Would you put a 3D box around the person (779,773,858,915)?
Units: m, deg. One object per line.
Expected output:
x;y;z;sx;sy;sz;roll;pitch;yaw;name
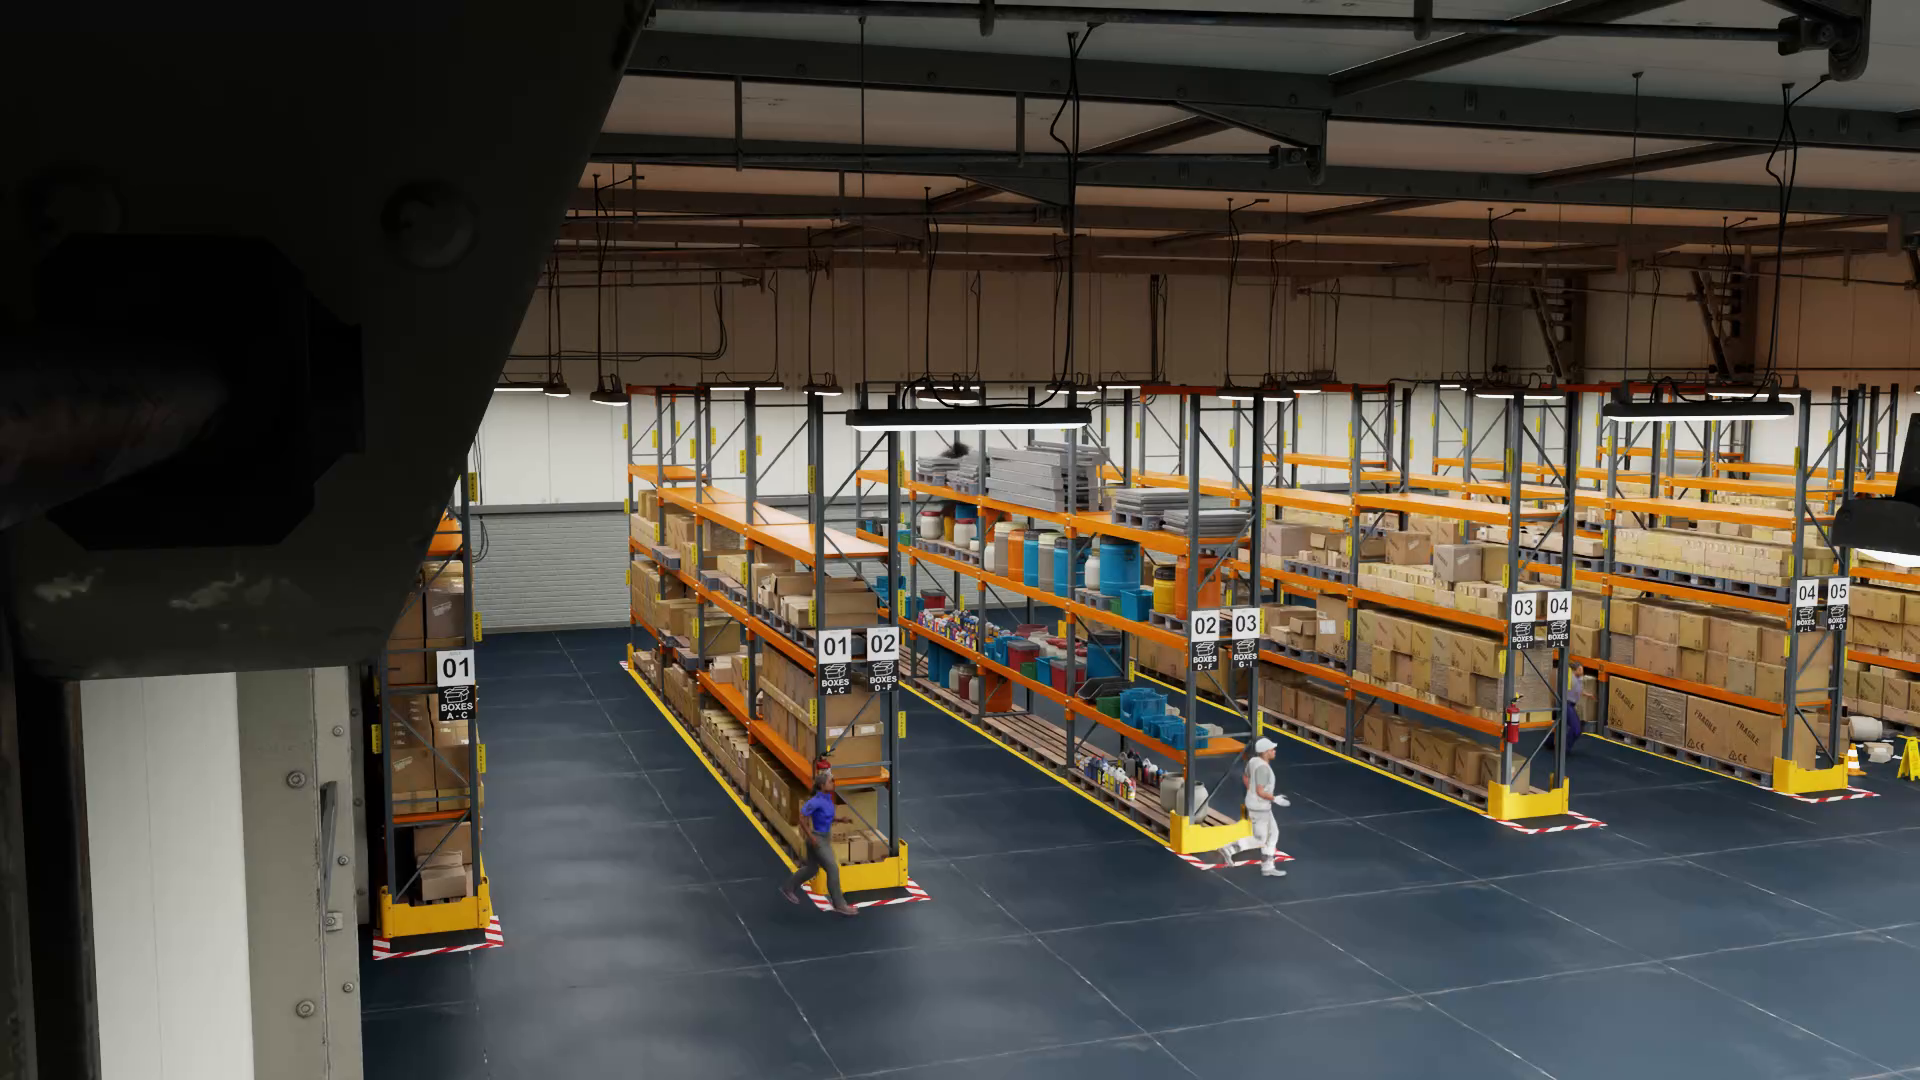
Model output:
-1.657;3.506;19.255;0.973;1.639;0.595;1;6;7;person

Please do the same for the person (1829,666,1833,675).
17.152;2.012;33.367;0.700;1.748;0.931;-2;6;-21;person

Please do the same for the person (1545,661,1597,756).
10.036;2.778;27.318;0.779;1.610;0.649;3;7;26;person

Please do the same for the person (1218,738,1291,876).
3.644;3.326;20.698;0.864;1.747;0.636;0;6;3;person
